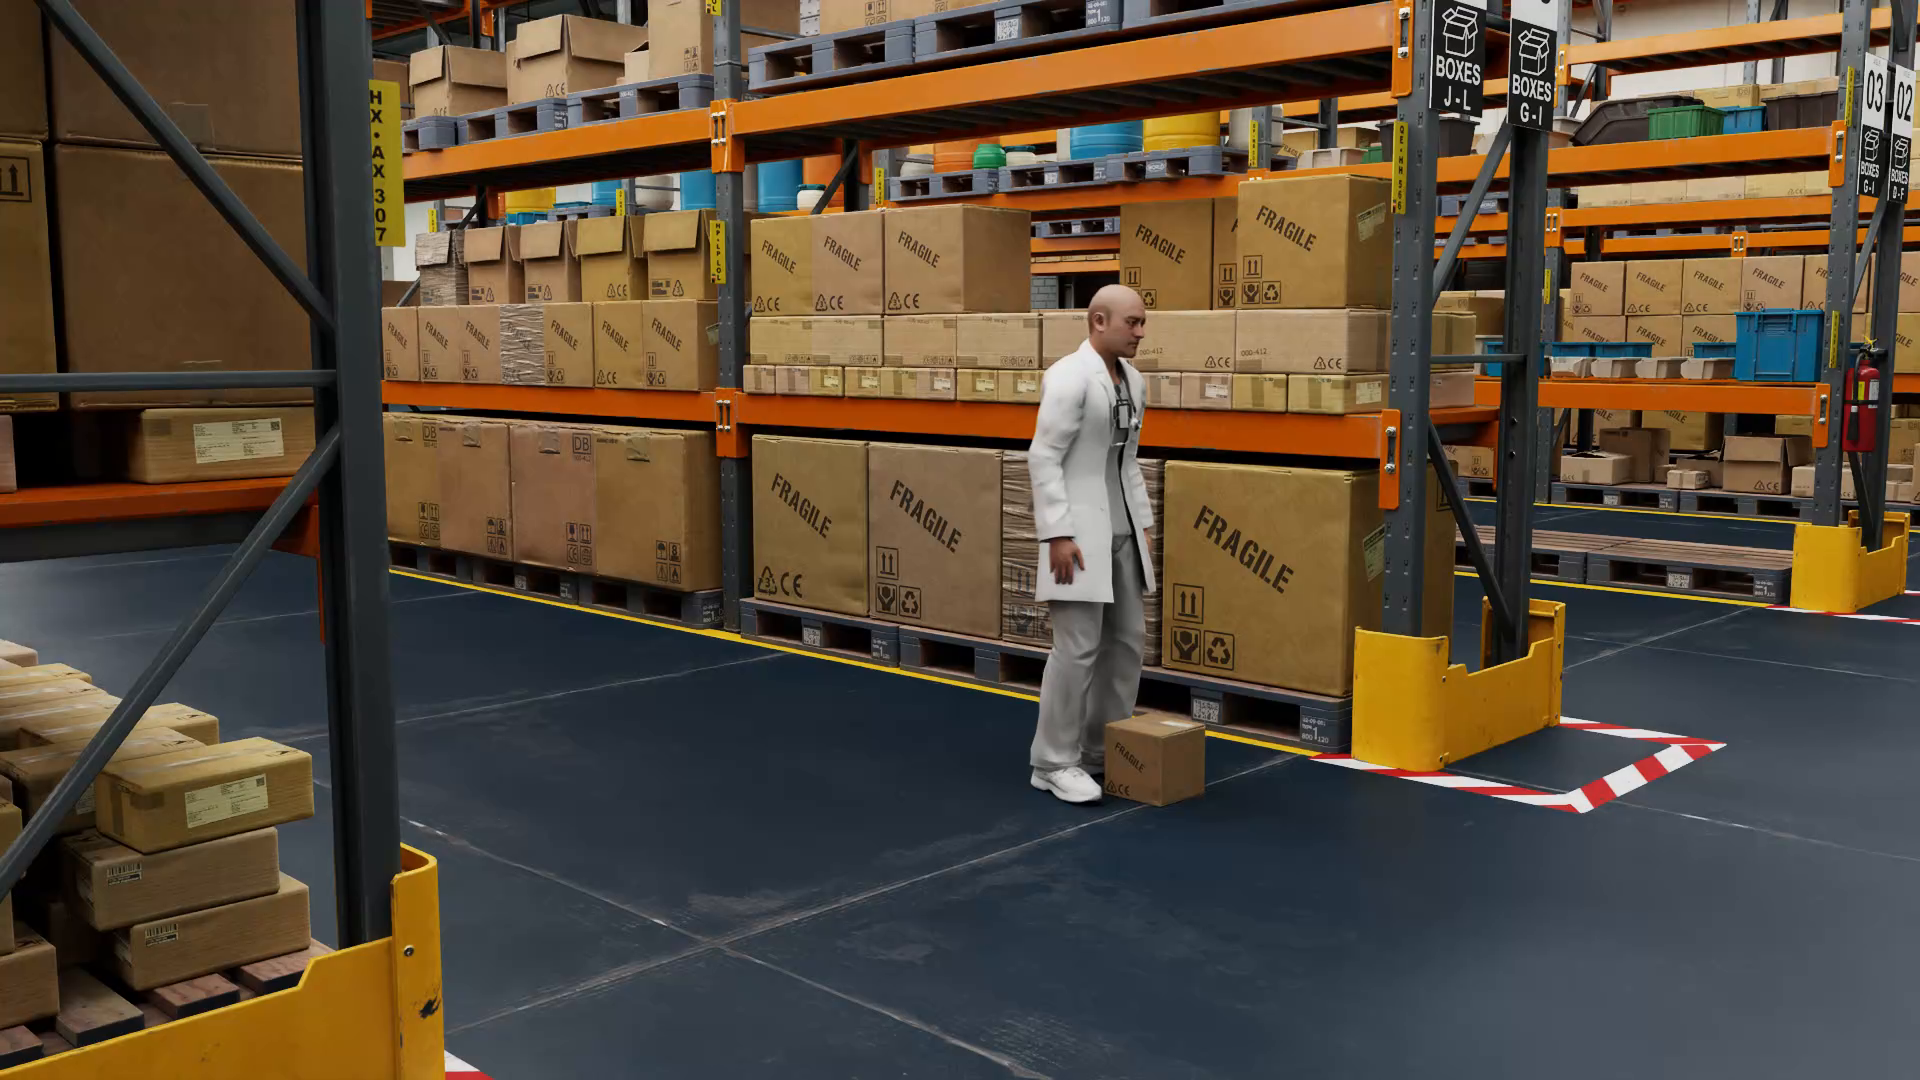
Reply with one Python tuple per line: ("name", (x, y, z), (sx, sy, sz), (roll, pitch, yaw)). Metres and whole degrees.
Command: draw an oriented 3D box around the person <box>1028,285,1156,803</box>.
("person", (0.490, -0.008, 5.887), (0.433, 1.772, 0.649), (6, 9, 39))
